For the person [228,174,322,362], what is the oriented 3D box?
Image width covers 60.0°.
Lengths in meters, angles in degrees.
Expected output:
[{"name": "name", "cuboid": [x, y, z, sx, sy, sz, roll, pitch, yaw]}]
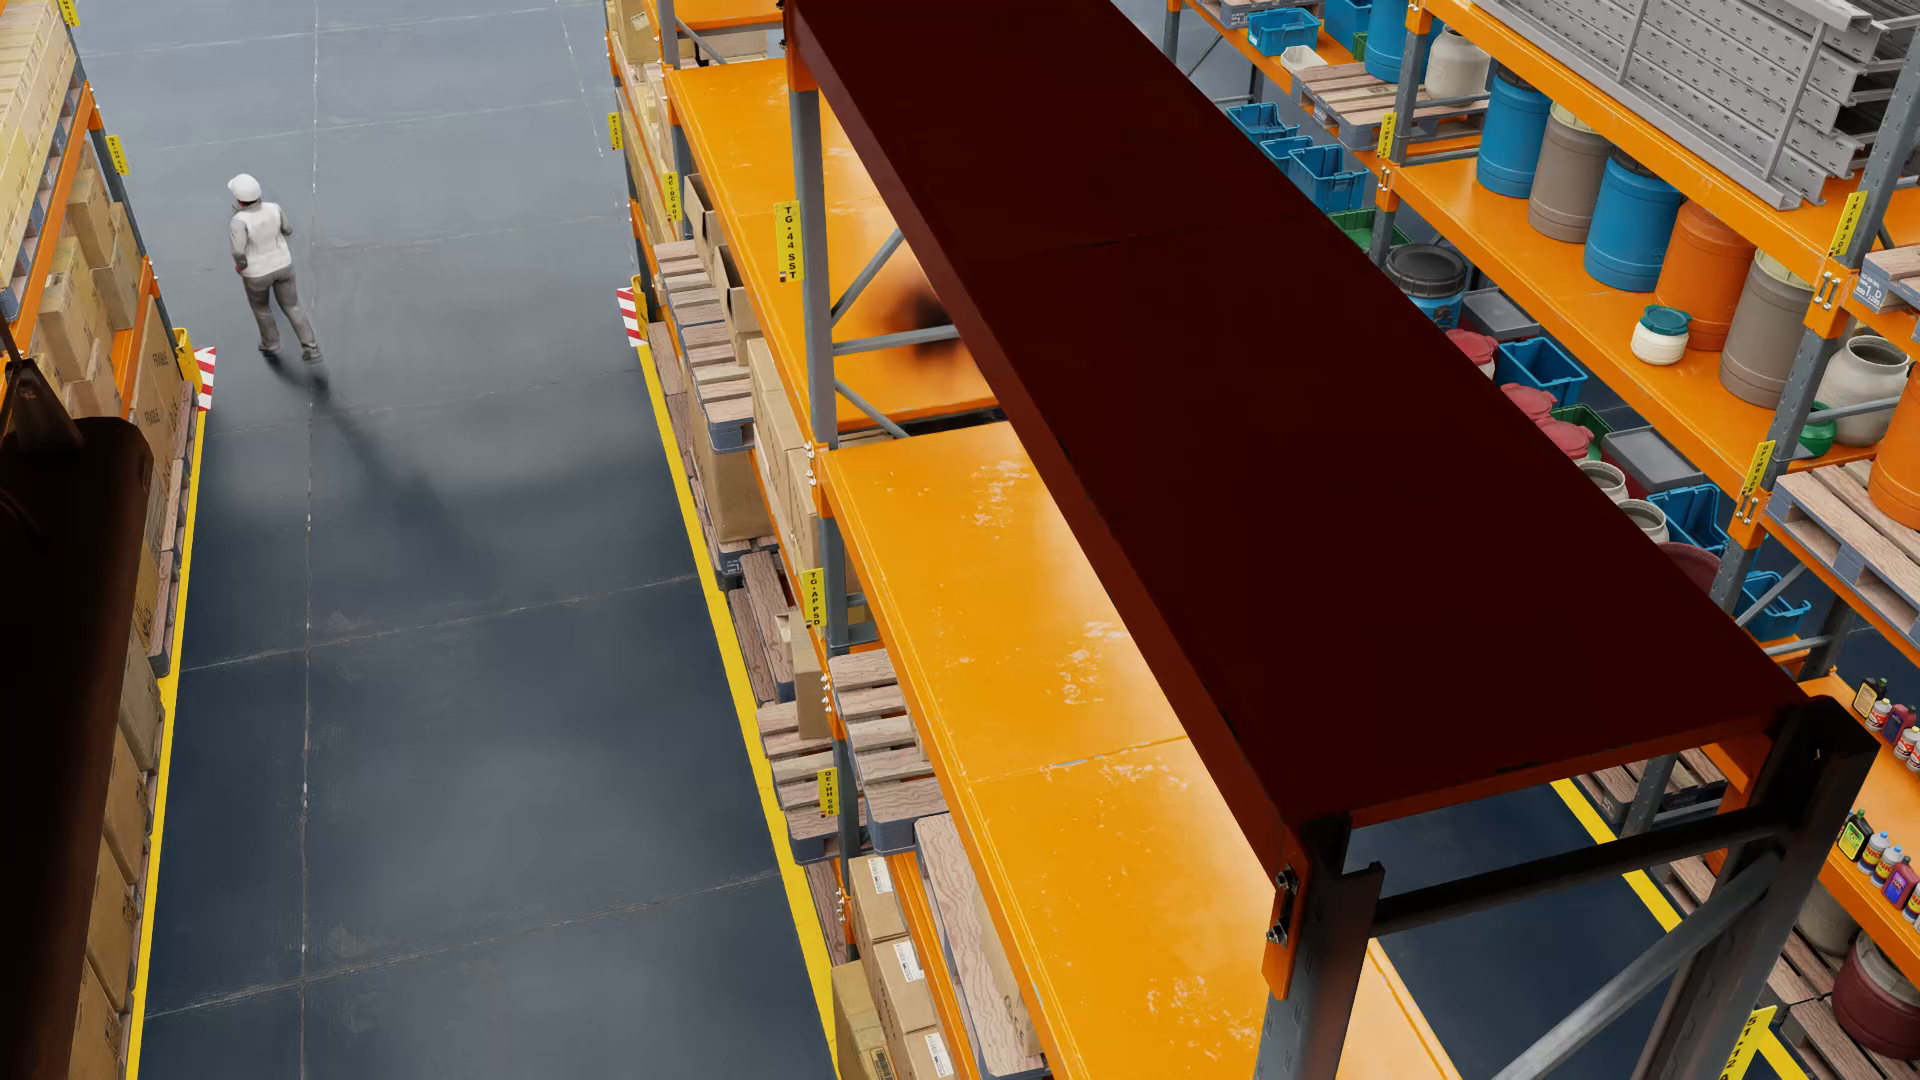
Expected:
[{"name": "person", "cuboid": [-5.956, -2.323, 14.290, 0.881, 1.789, 0.651, 32, 48, 33]}]
